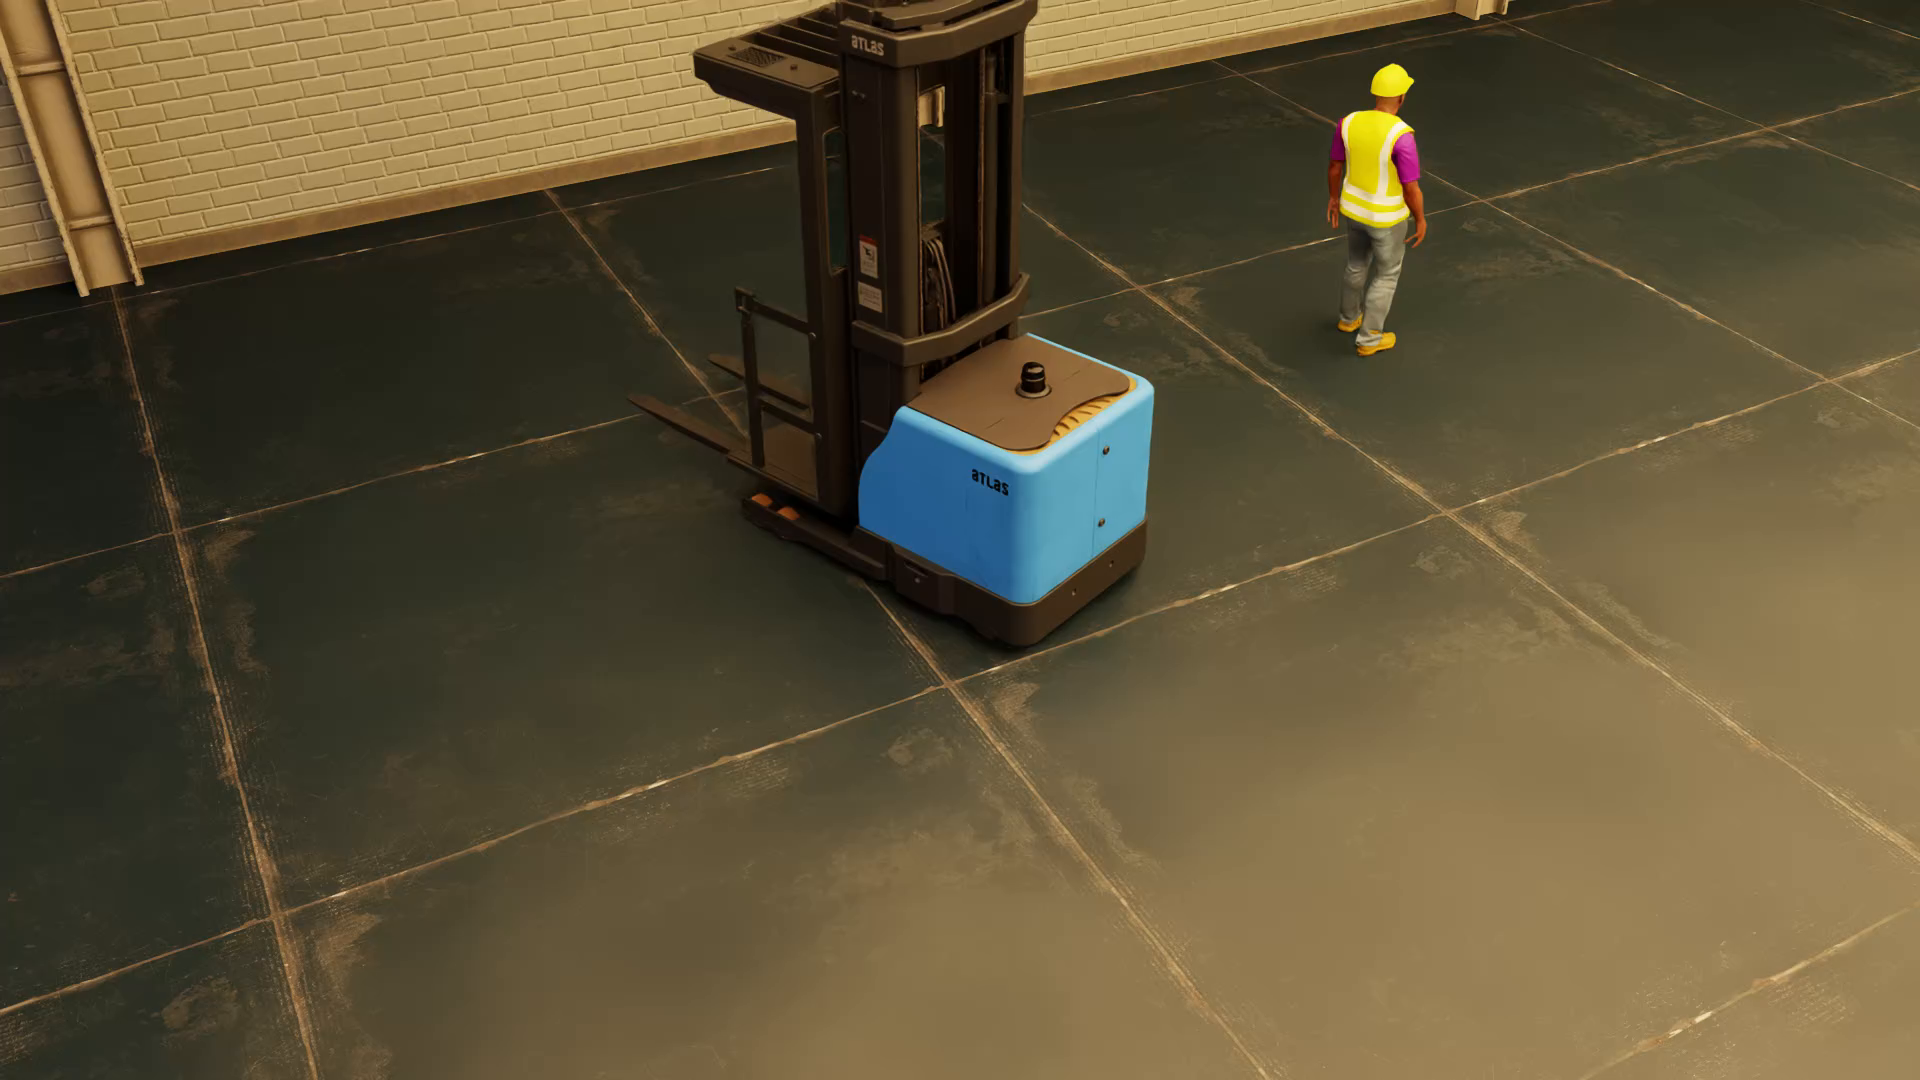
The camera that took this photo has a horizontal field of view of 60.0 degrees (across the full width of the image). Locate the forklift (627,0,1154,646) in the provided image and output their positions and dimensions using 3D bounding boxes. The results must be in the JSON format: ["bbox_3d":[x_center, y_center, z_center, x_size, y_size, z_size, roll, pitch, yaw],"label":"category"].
[{"bbox_3d":[-0.516,-1.408,8.115,3.031,2.935,1.130,26,43,32],"label":"forklift"}]

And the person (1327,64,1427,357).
[{"bbox_3d":[2.528,-1.974,9.957,0.512,1.786,0.658,-25,42,-31],"label":"person"}]
